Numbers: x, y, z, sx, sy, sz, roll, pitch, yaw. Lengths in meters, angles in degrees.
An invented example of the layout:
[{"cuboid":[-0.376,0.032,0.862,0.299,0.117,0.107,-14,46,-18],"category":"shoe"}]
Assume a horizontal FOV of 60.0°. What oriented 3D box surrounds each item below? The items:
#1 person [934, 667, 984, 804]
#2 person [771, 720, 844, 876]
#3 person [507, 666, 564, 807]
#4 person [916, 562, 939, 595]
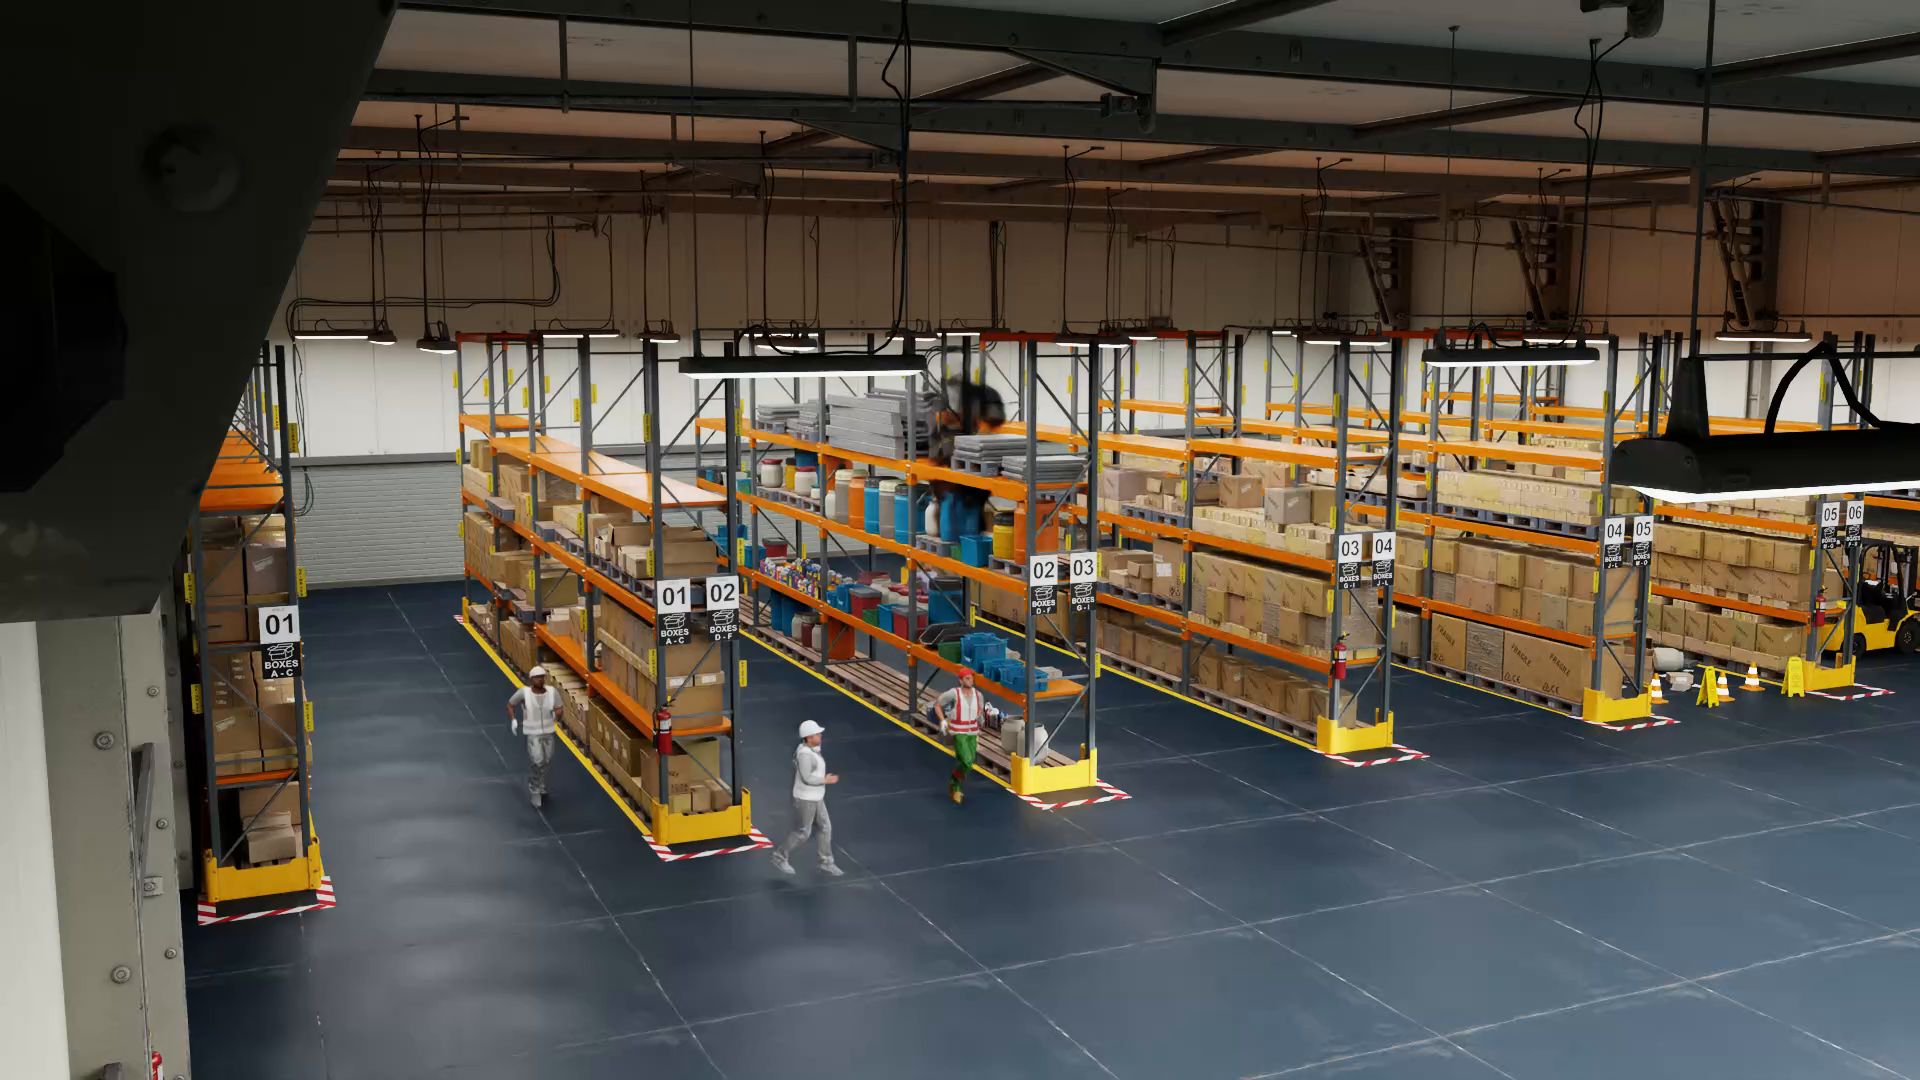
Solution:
[{"cuboid":[0.069,2.544,21.722,0.638,1.769,0.625,-5,9,-32],"category":"person"},{"cuboid":[-1.730,2.934,18.806,0.818,1.828,0.674,0,8,3],"category":"person"},{"cuboid":[-5.470,2.545,21.631,0.656,1.824,0.744,-5,9,-34],"category":"person"},{"cuboid":[-0.629,1.197,32.216,0.575,1.677,0.711,-6,10,-39],"category":"person"}]
